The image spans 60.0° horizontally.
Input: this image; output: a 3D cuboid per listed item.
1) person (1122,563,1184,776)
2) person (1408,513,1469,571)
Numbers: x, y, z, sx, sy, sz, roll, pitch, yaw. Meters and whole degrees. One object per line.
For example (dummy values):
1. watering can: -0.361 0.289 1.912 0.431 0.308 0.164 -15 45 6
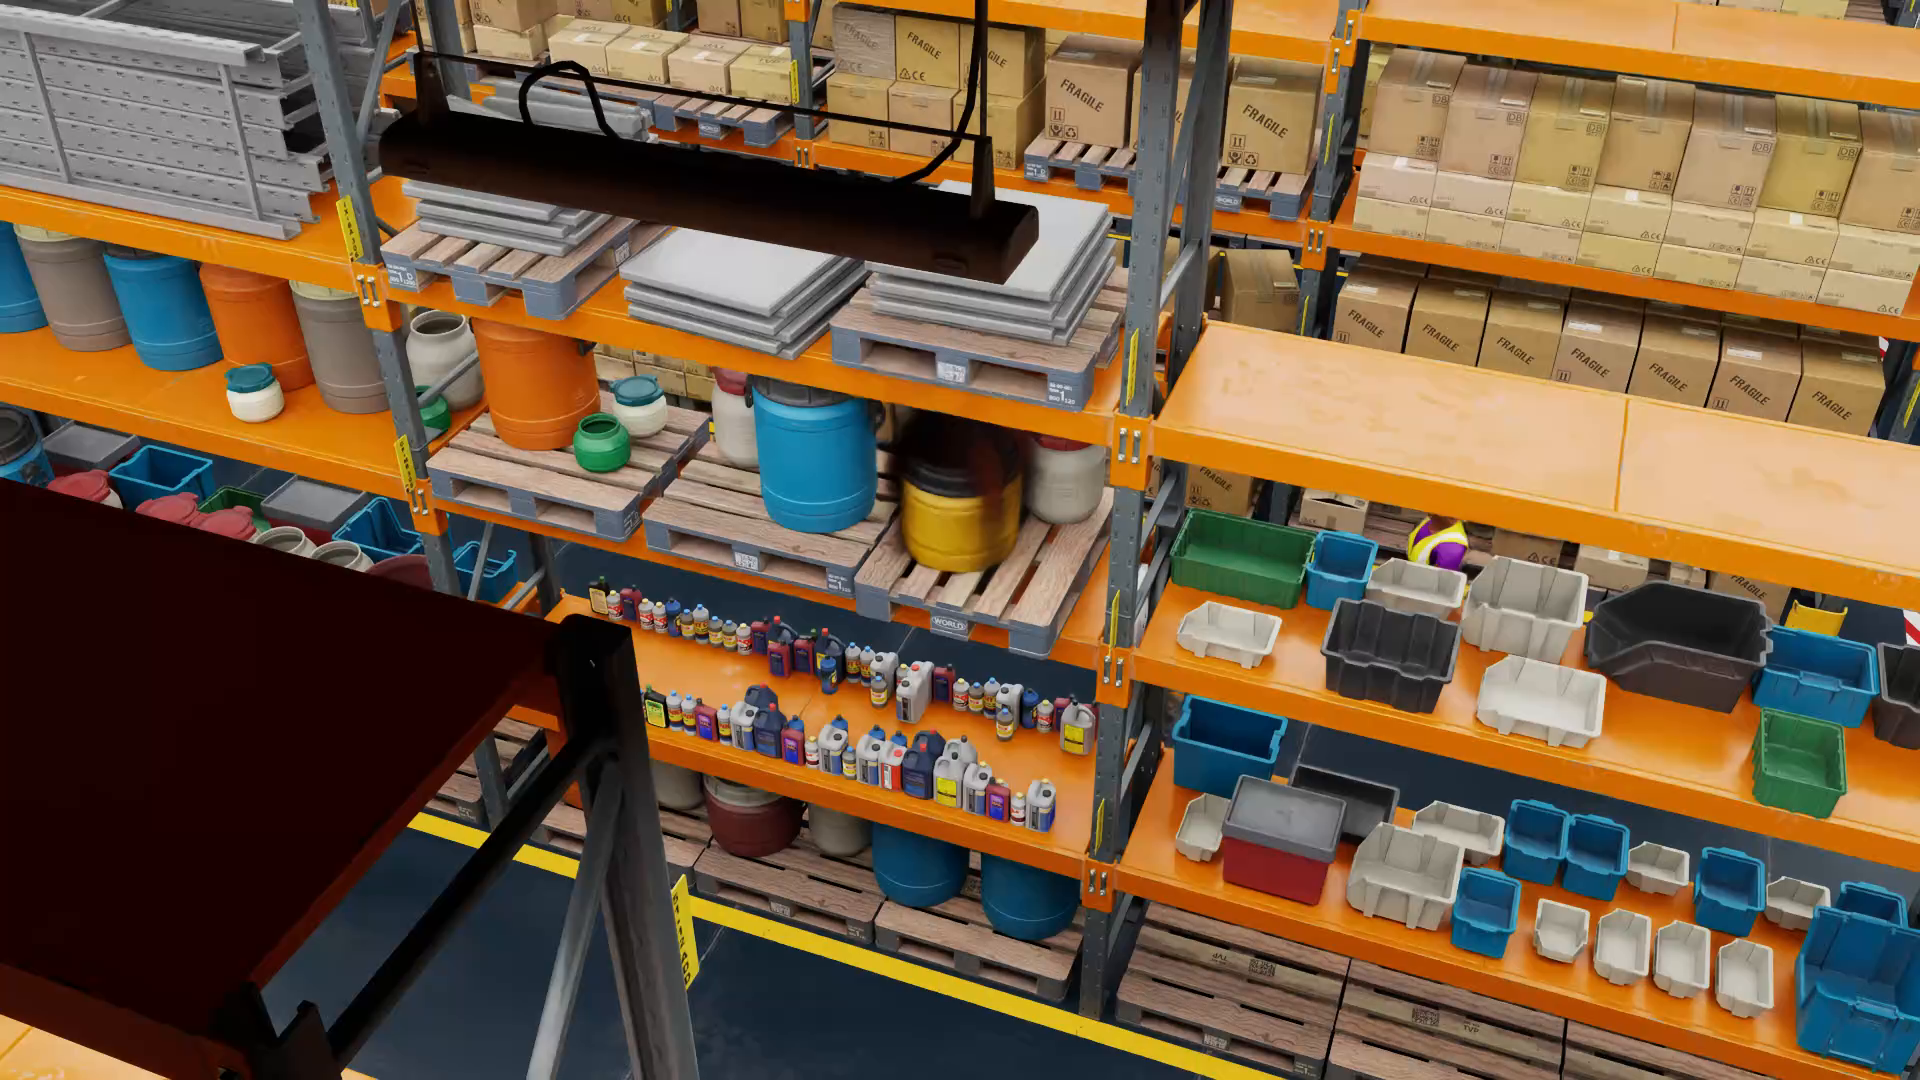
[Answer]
1. person: 1.212 0.781 10.555 0.623 1.789 0.423 4 37 6
2. person: 3.129 0.342 11.243 1.078 1.722 0.736 10 38 14
